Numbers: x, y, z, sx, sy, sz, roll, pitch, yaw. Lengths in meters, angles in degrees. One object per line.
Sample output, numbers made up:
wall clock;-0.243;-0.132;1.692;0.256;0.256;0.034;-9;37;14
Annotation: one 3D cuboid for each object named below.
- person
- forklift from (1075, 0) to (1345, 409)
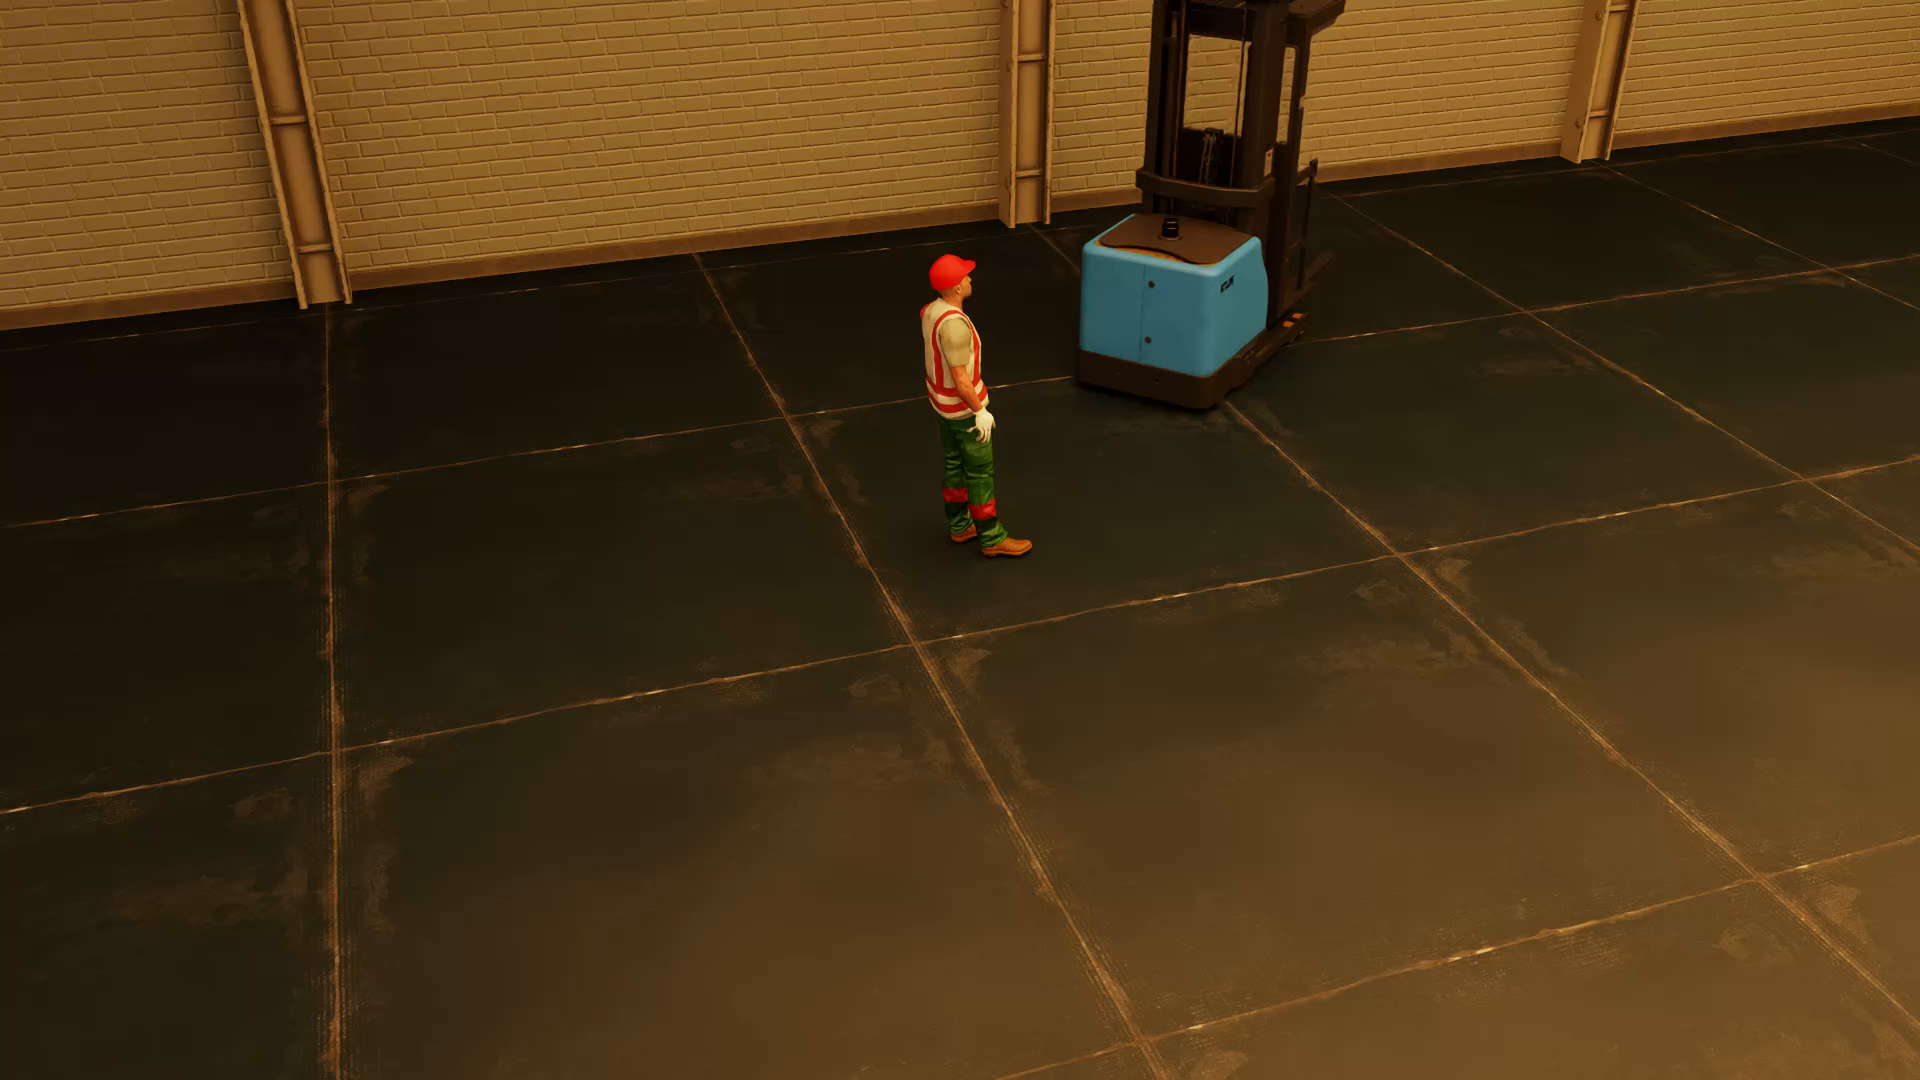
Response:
person;0.081;-0.789;9.588;0.562;1.790;0.637;-10;31;-16
forklift;2.017;-2.871;12.076;1.130;2.935;3.031;17;34;26
